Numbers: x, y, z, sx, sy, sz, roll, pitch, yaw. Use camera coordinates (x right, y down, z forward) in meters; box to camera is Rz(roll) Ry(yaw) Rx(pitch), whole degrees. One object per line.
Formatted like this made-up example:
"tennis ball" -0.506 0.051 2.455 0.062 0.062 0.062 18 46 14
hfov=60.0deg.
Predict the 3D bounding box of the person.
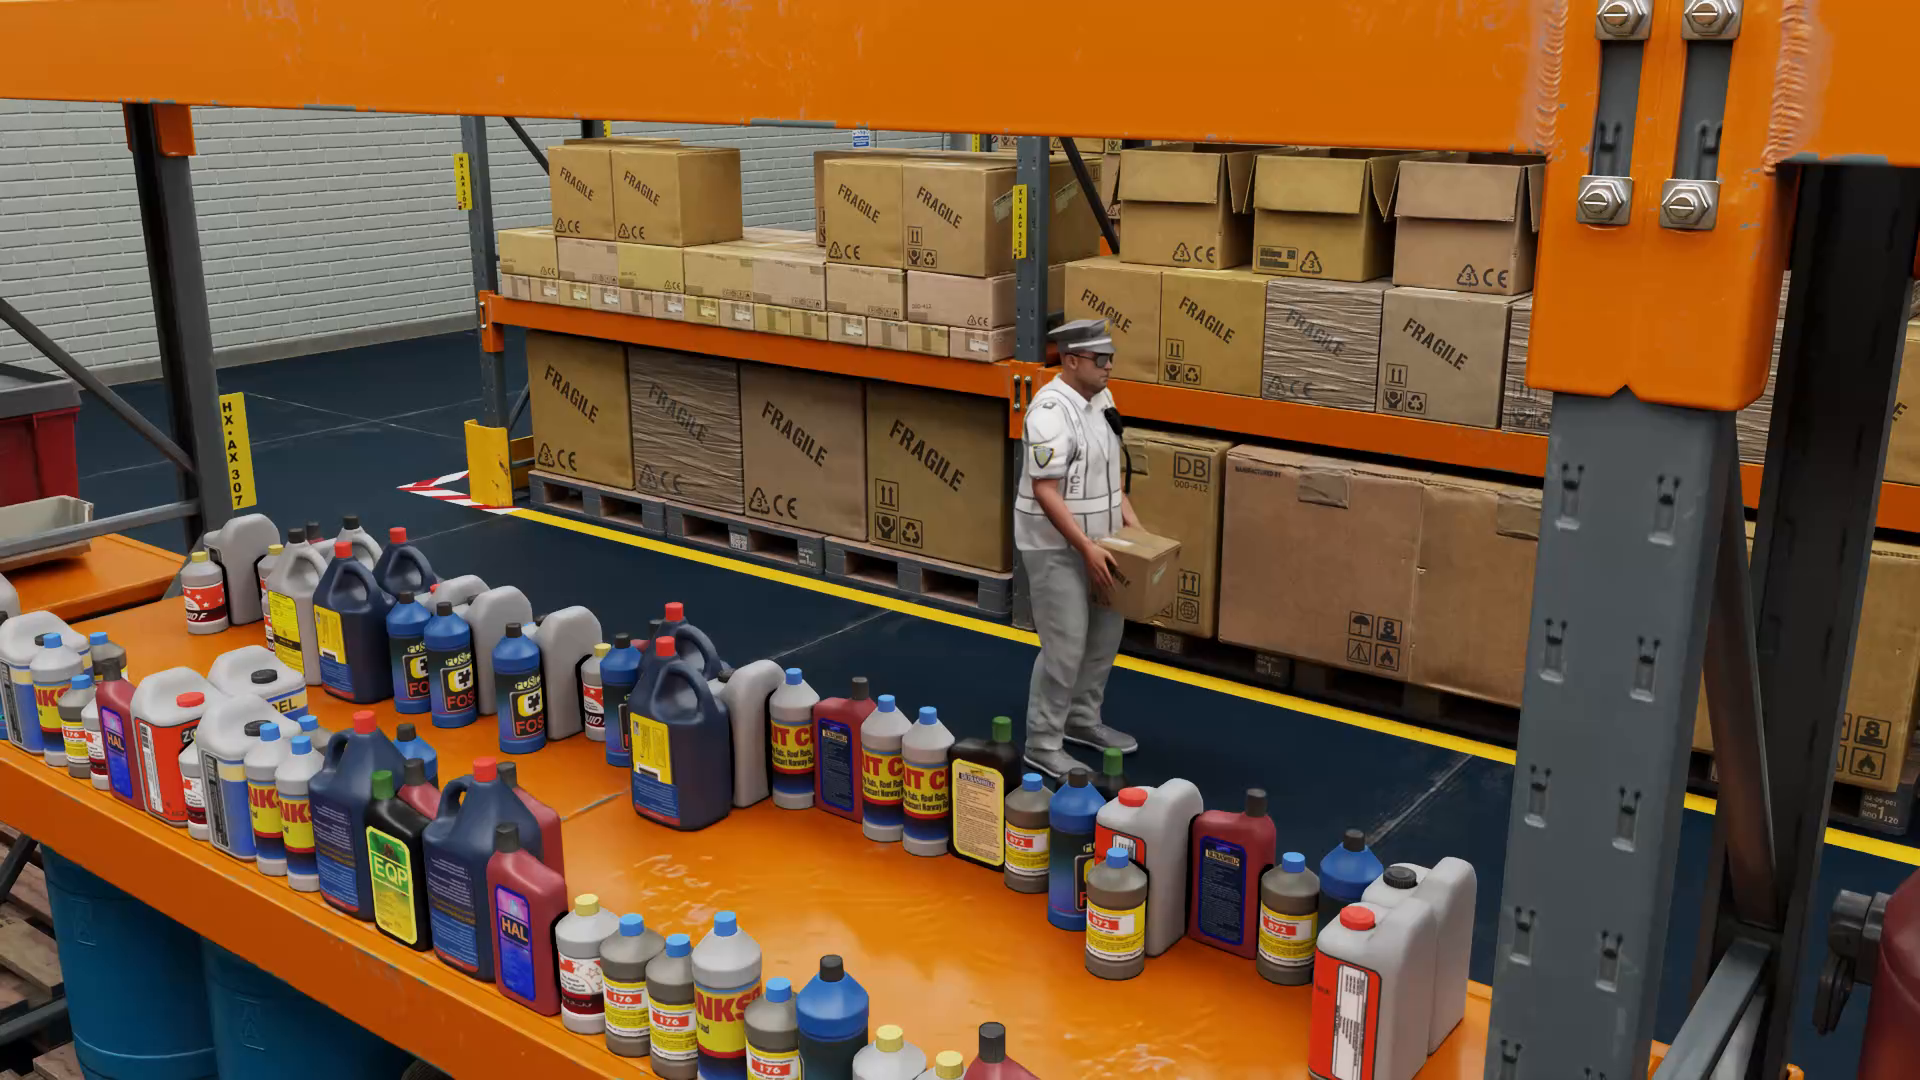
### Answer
"person" 0.455 0.016 6.444 0.444 1.763 0.547 11 20 33
